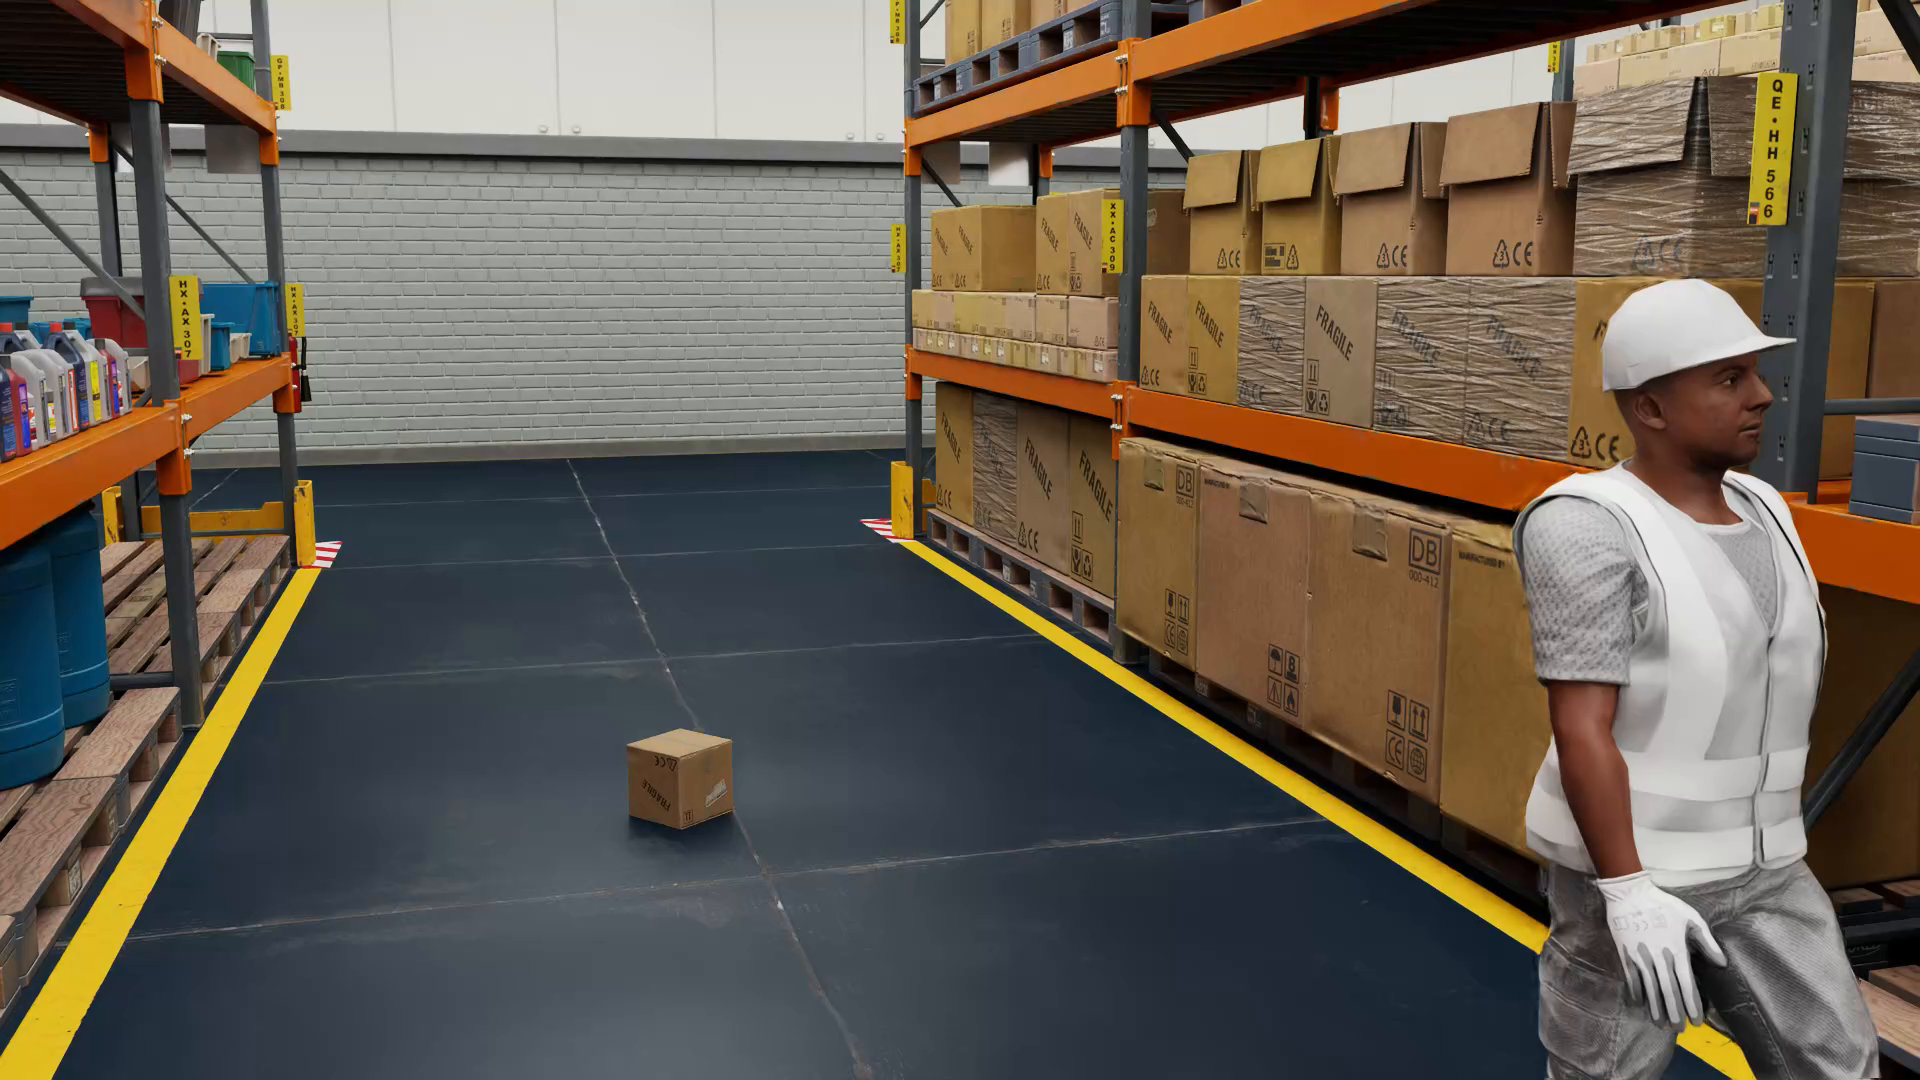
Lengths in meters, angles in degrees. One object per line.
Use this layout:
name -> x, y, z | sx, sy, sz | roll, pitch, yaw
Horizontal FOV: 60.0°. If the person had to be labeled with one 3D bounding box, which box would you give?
person -> 1.103, 0.532, 2.544 | 0.550, 1.842, 0.492 | -5, 10, -26
